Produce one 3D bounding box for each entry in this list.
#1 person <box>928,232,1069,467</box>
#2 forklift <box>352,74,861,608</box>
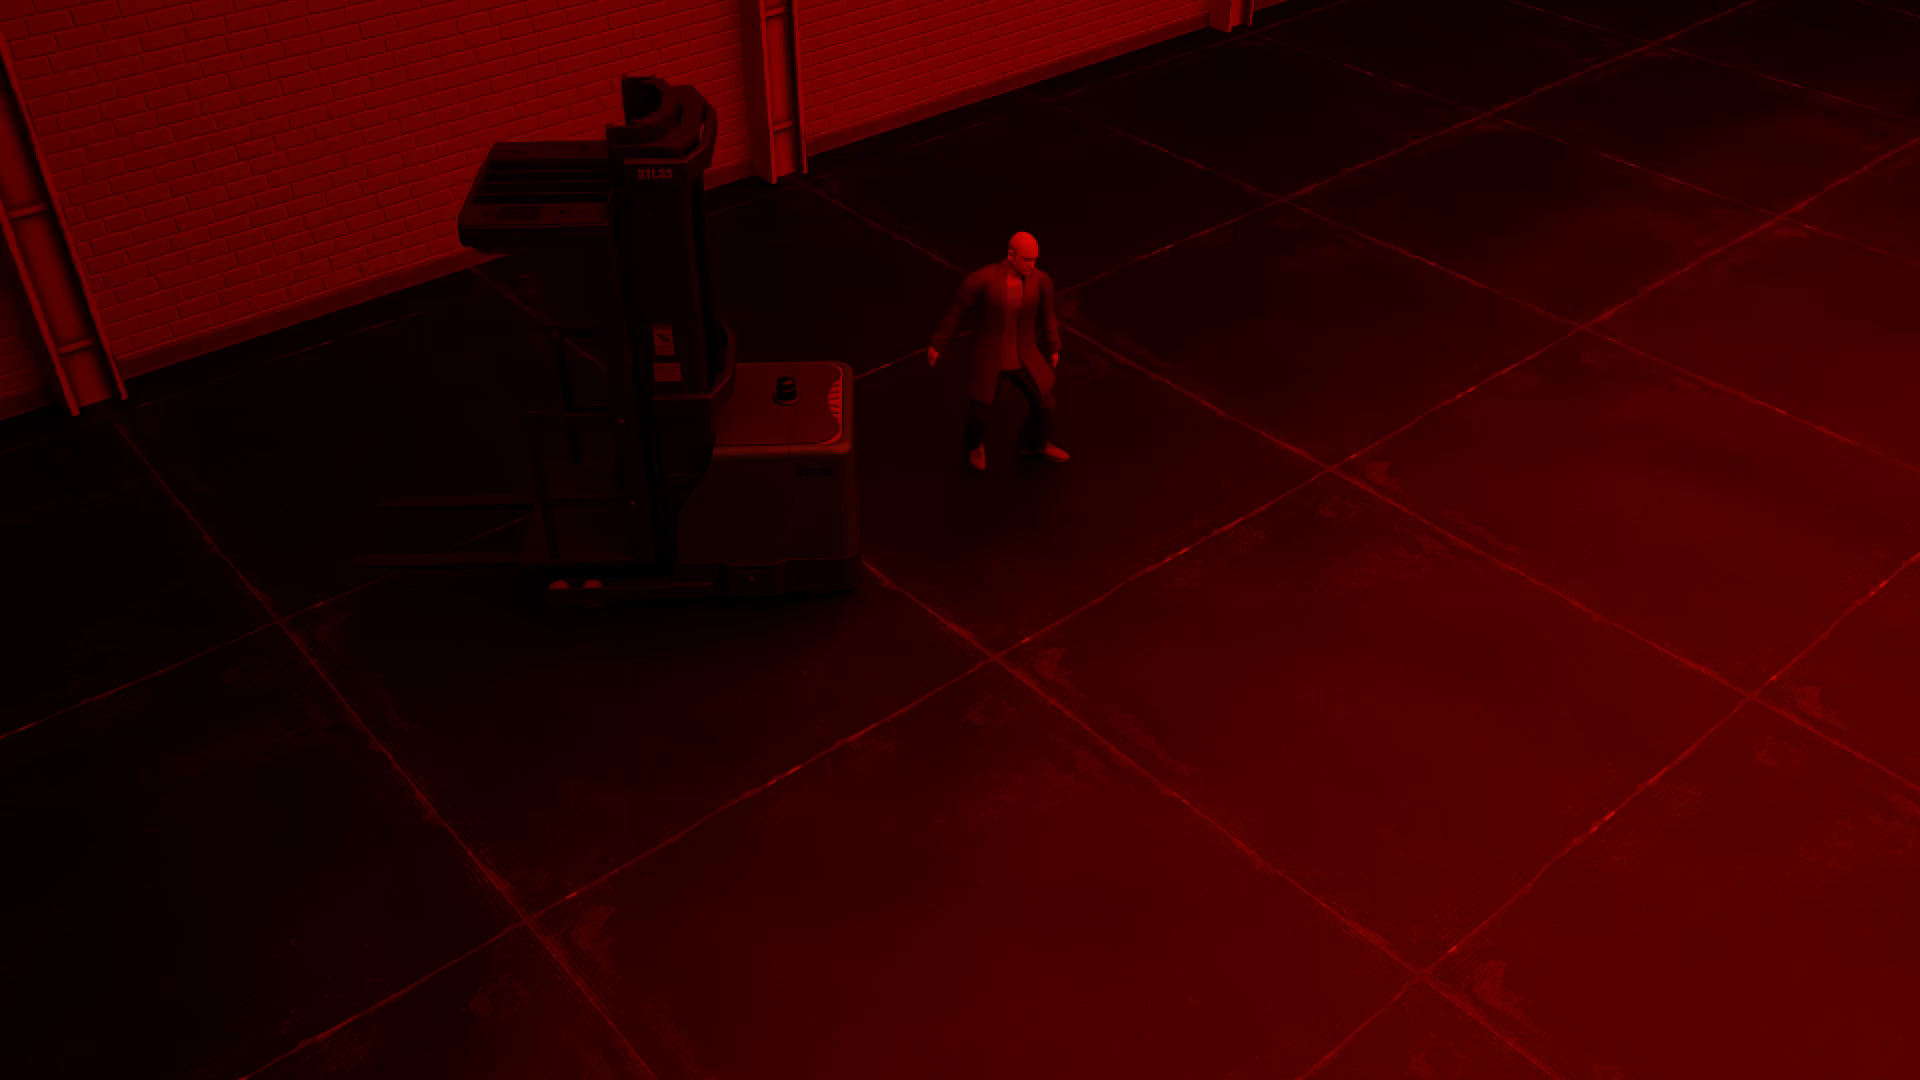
[{"bbox_3d":[0.260,-1.203,10.746,0.935,1.754,0.571,-6,37,-9],"label":"person"},{"bbox_3d":[-2.132,-1.094,9.514,3.031,2.935,1.130,-2,36,-2],"label":"forklift"}]
